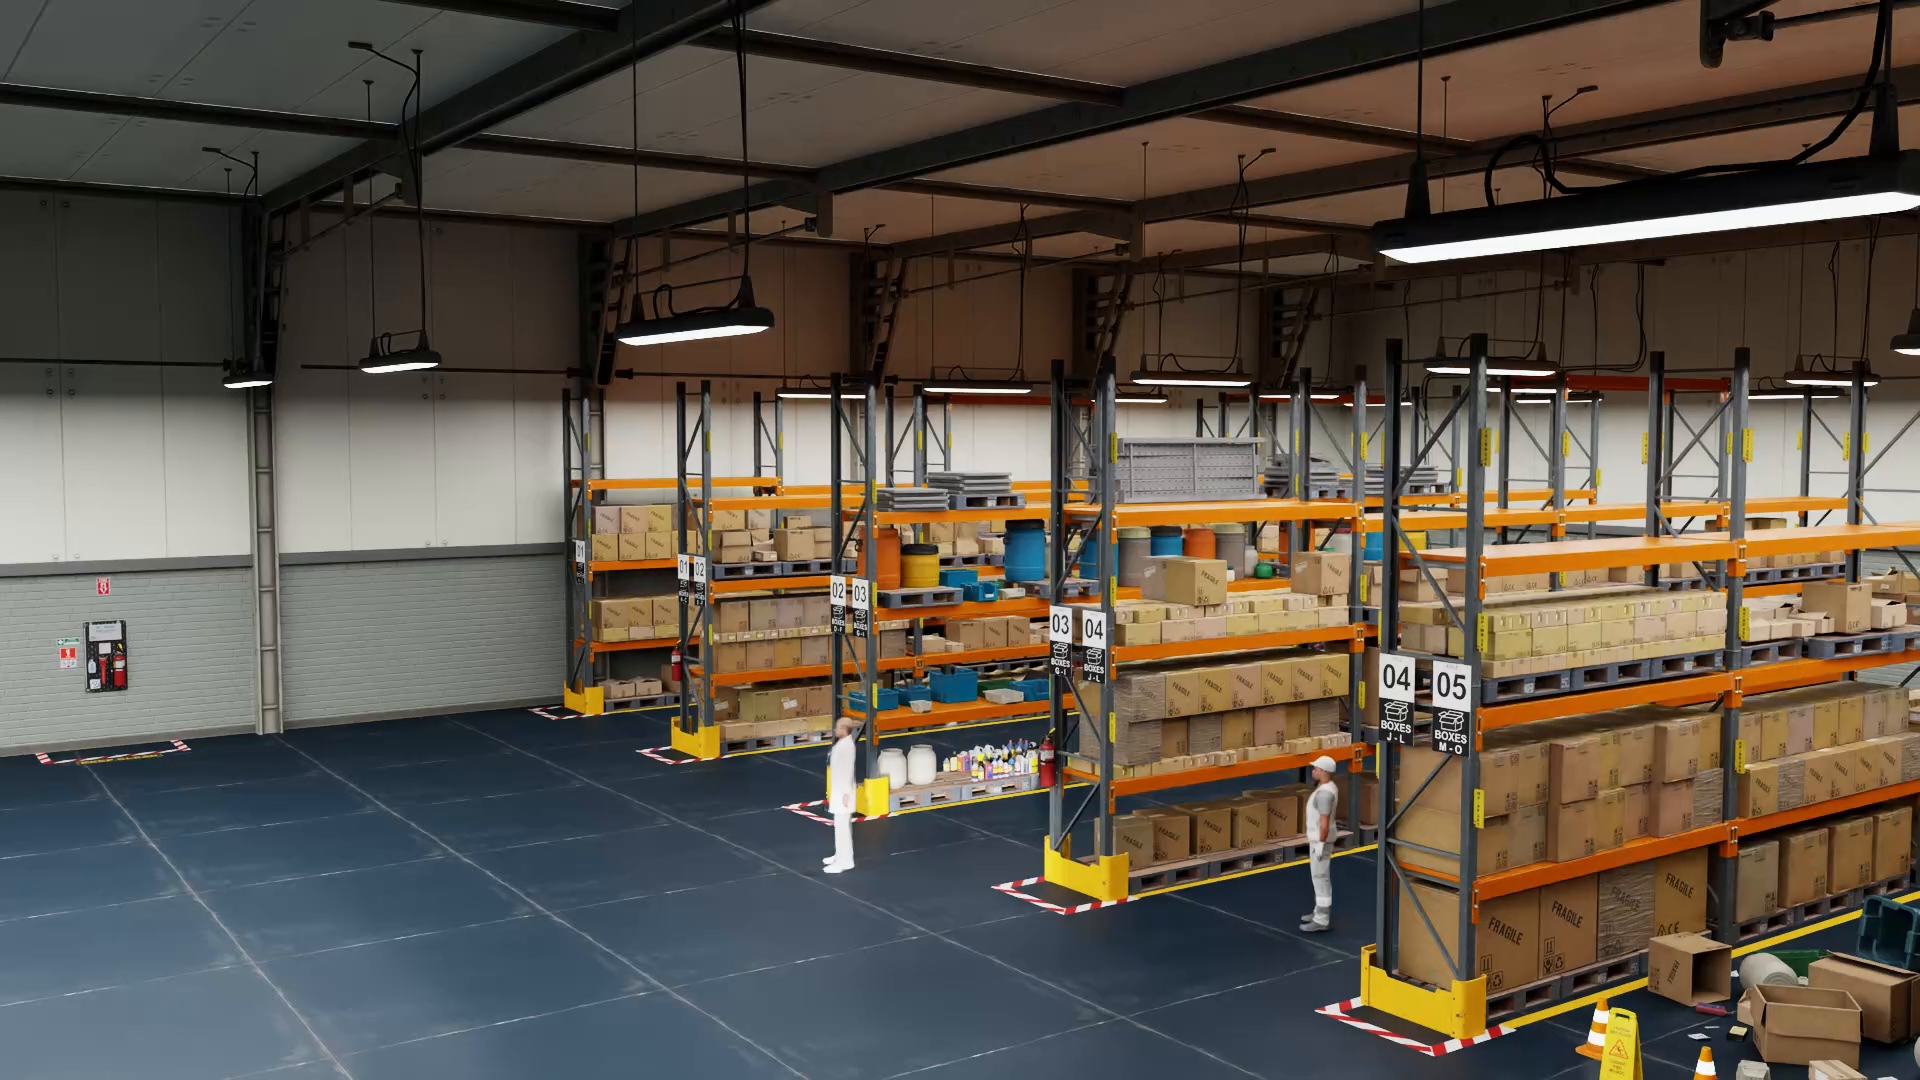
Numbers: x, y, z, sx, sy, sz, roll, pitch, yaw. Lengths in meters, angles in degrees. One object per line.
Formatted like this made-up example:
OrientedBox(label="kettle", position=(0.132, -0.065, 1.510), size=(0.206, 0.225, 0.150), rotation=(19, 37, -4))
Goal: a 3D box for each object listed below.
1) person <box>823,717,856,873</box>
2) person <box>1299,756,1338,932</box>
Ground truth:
OrientedBox(label="person", position=(-1.438, 3.010, 19.780), size=(0.397, 1.809, 0.624), rotation=(0, 4, -6))
OrientedBox(label="person", position=(3.756, 3.146, 17.397), size=(0.377, 1.800, 0.583), rotation=(1, 4, 12))
